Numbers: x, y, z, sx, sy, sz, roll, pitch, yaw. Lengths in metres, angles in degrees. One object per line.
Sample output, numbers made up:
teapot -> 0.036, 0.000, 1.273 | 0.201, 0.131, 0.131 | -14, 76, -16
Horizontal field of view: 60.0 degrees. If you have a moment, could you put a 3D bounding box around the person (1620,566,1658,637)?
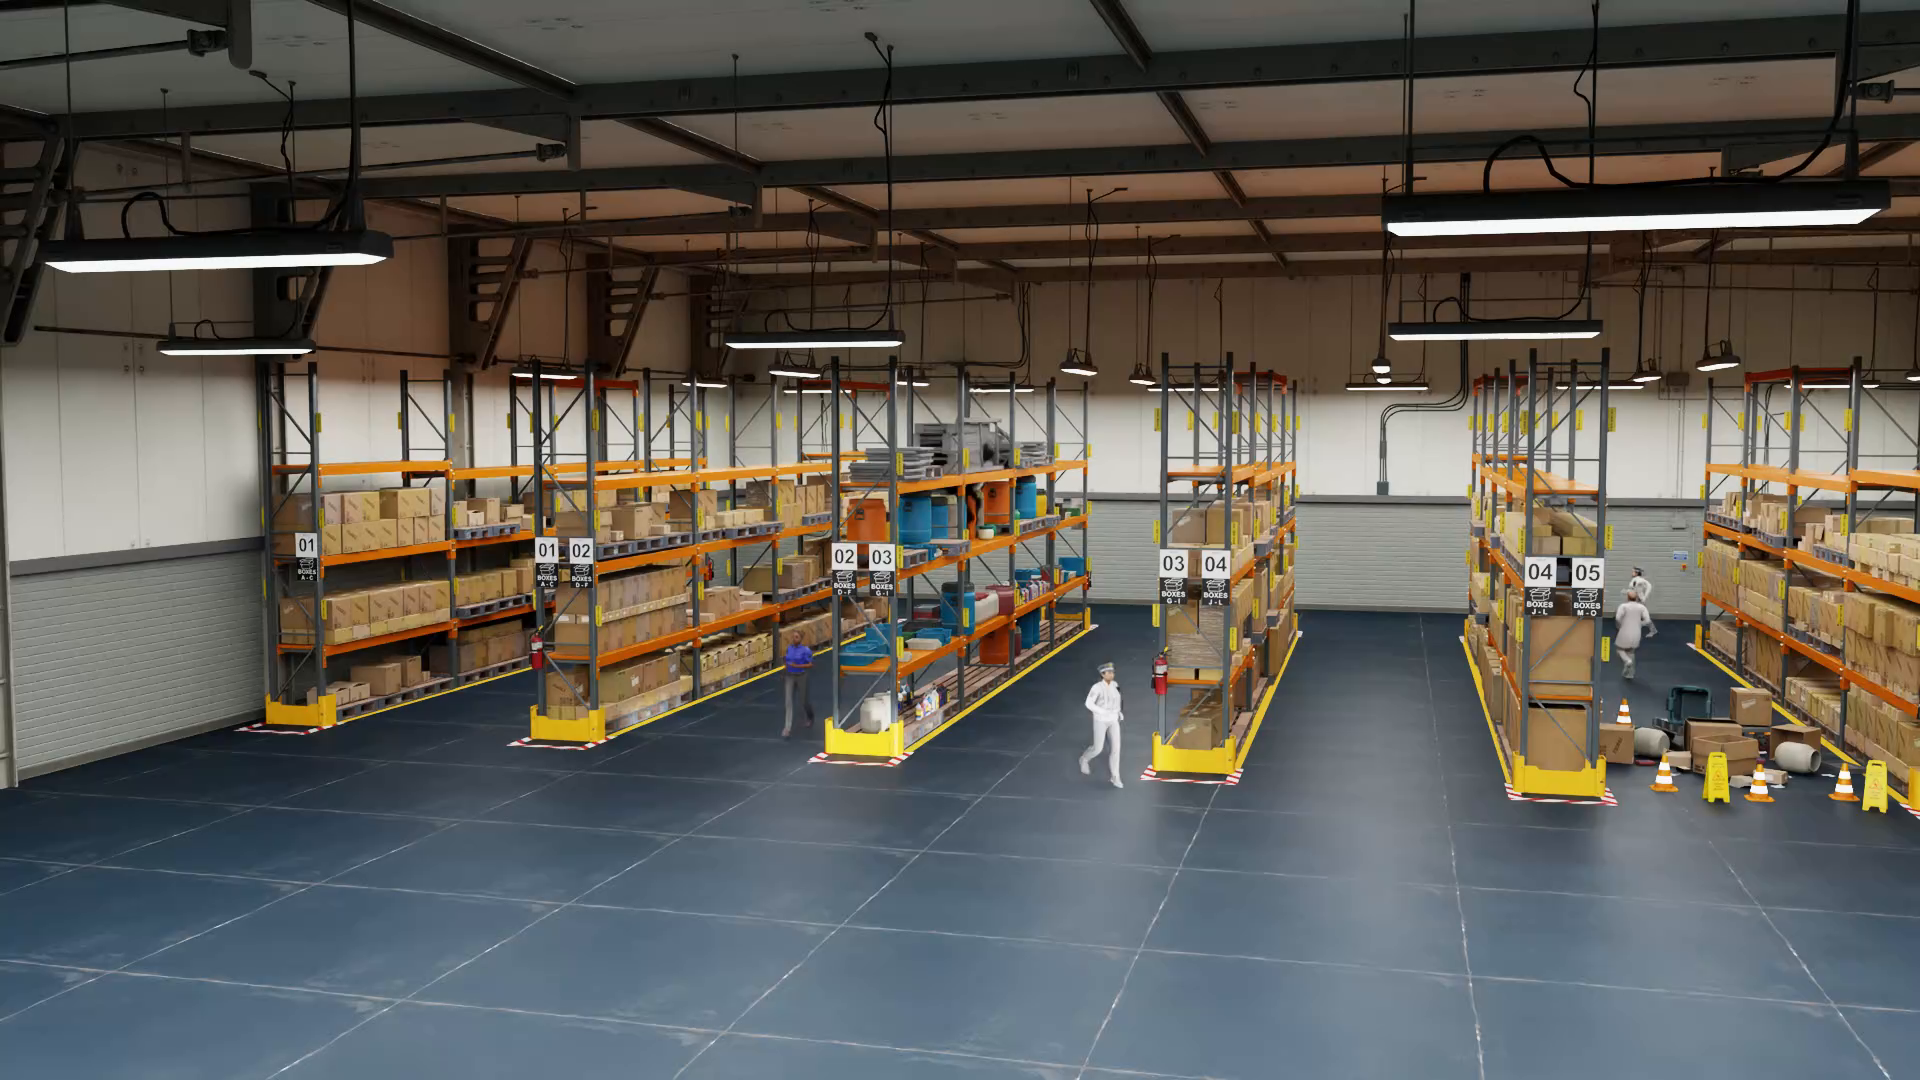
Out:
person -> 15.697, 1.453, 38.401 | 0.857, 1.719, 0.562 | 1, 4, 12

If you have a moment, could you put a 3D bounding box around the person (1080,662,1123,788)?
person -> 2.029, 2.531, 23.105 | 0.651, 1.692, 0.944 | -2, 5, -30

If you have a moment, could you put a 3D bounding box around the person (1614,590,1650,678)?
person -> 13.136, 1.841, 32.609 | 0.706, 1.726, 0.662 | 0, 4, 1

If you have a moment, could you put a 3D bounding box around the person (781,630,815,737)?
person -> -2.613, 2.279, 26.718 | 0.572, 1.646, 0.926 | 1, 4, 17
